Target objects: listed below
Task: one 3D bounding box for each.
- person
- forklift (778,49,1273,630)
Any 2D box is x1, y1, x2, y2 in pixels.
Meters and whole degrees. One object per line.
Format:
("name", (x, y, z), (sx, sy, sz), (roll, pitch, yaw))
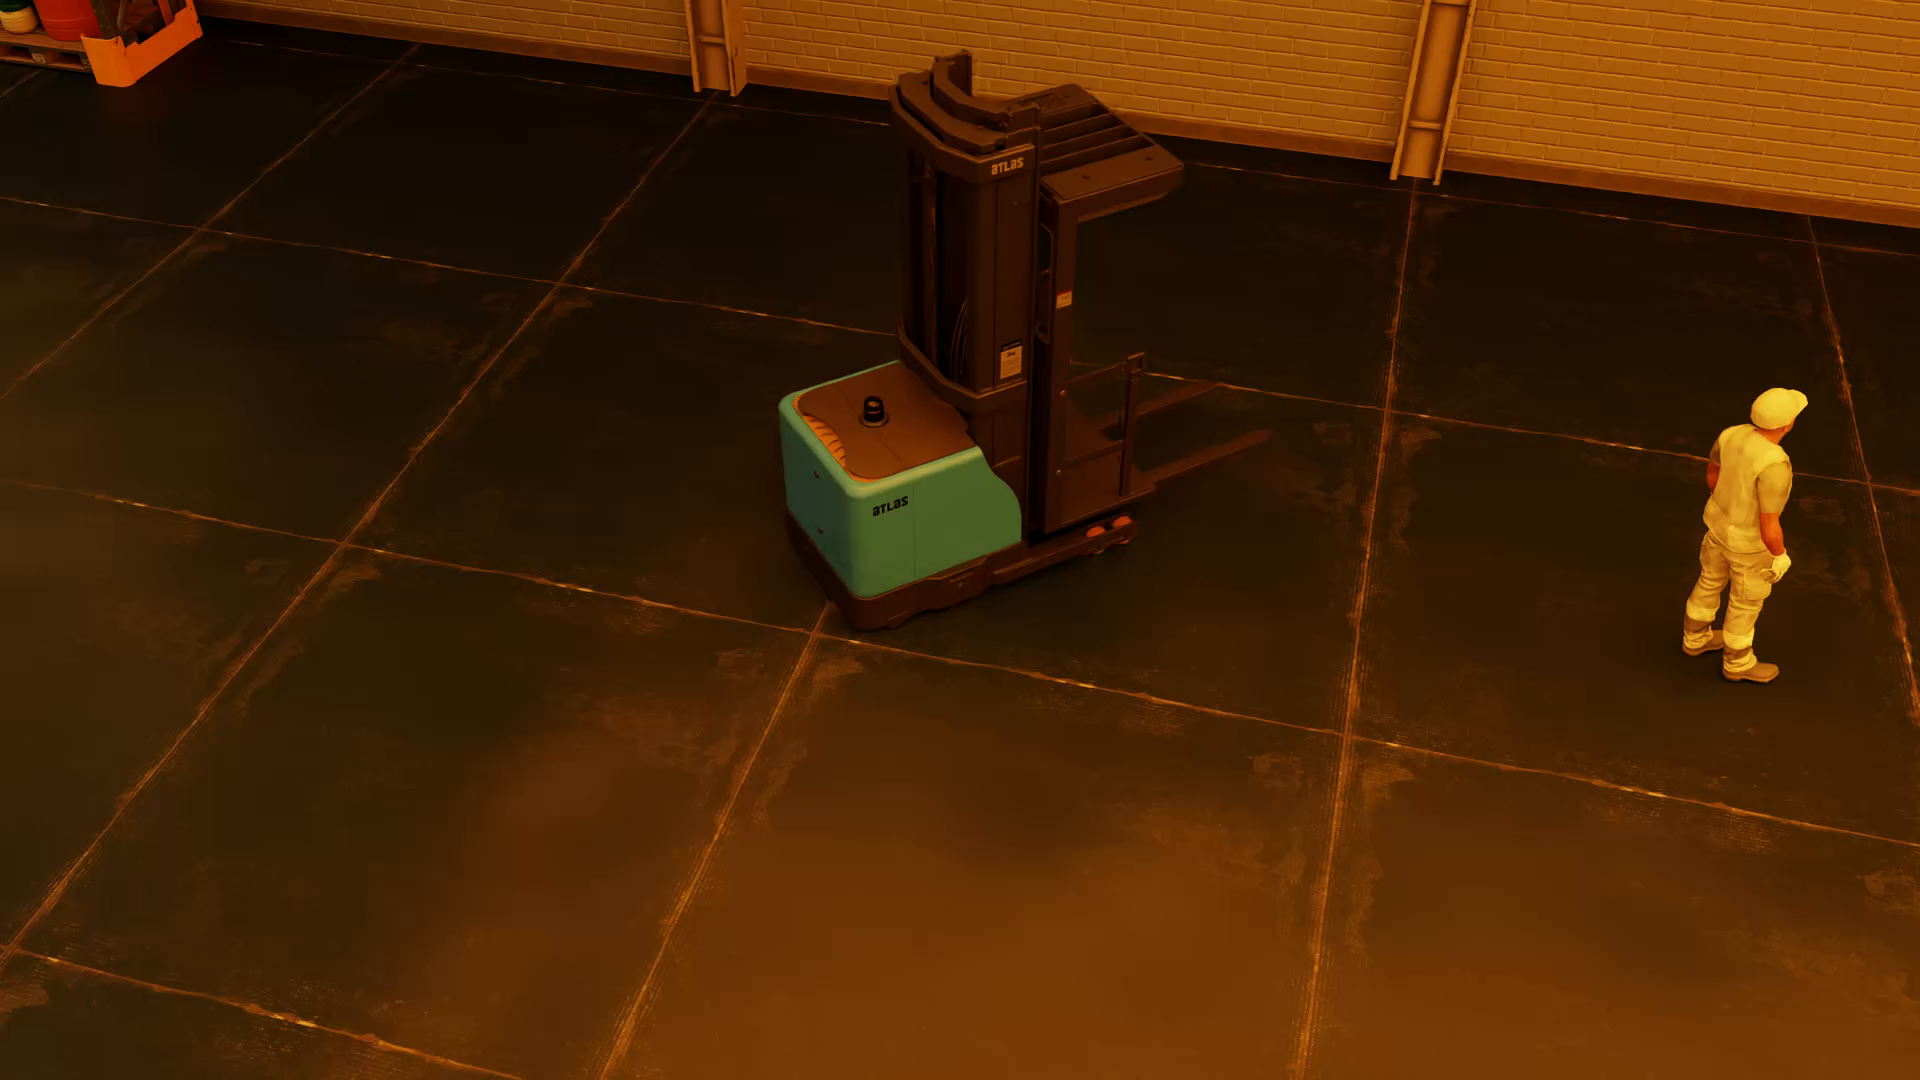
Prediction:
("person", (4.196, -0.051, 8.775), (0.564, 1.787, 0.638), (-8, 42, -9))
("forklift", (0.497, -1.301, 9.346), (3.031, 2.935, 1.130), (-20, 45, -22))
